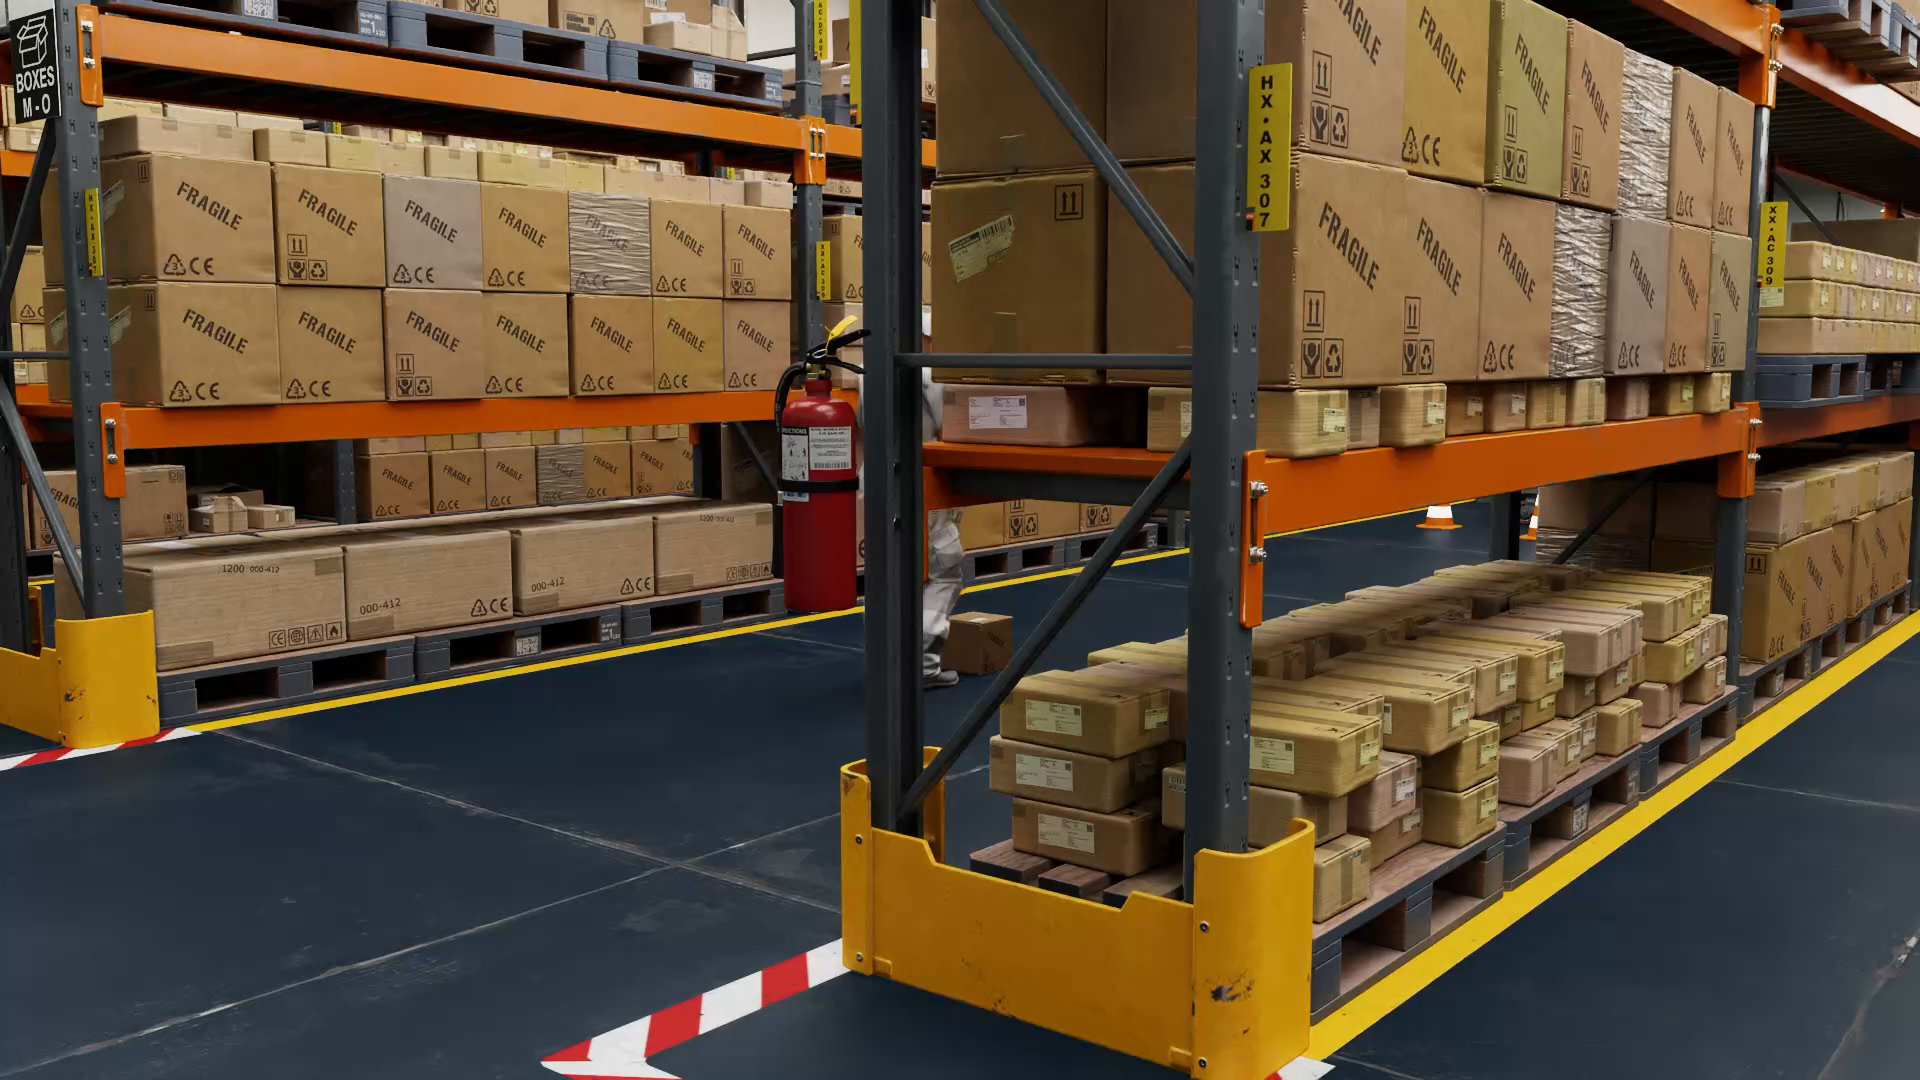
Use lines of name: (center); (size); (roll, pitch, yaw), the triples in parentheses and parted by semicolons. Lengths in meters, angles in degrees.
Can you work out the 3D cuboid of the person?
person: (-0.227, -0.182, 7.608); (0.554, 1.698, 0.516); (6, 9, 40)
